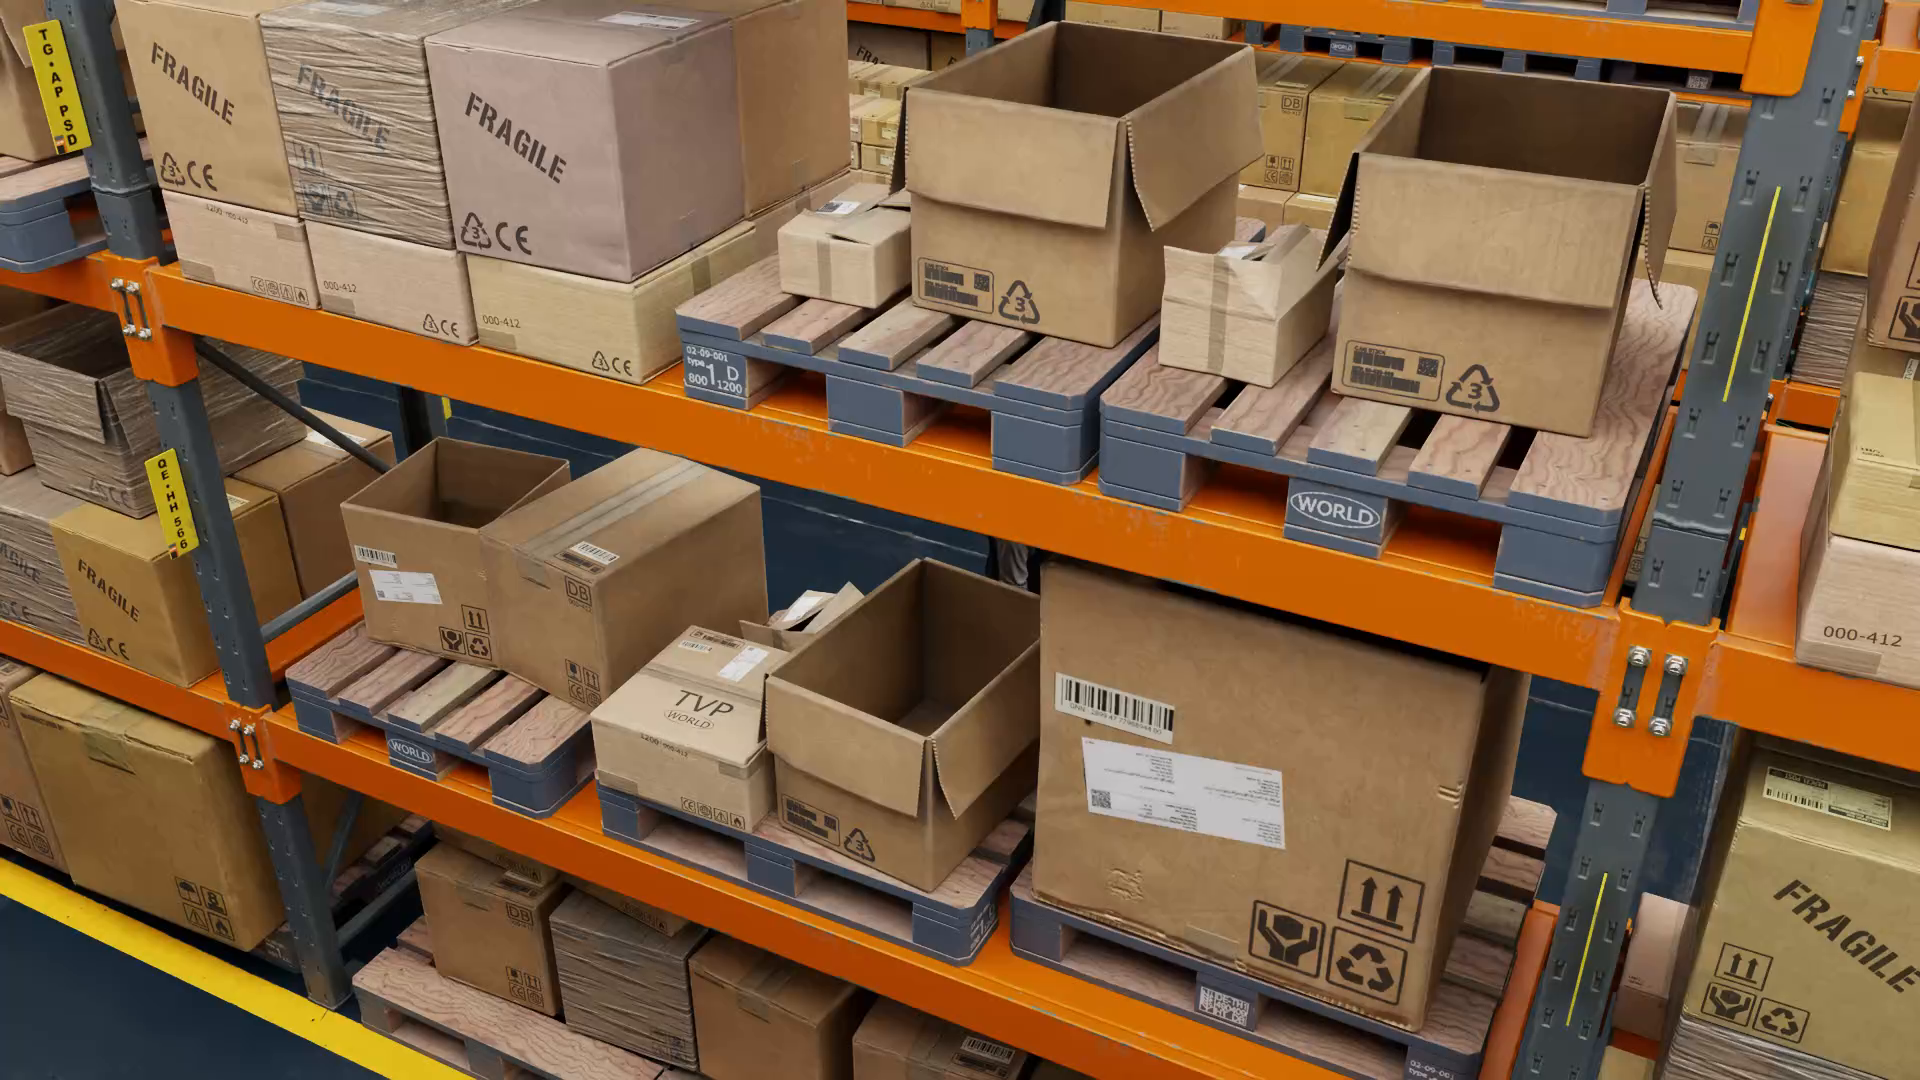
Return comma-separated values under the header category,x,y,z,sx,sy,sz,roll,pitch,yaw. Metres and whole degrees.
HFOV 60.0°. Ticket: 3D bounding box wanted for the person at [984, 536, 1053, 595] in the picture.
category,x,y,z,sx,sy,sz,roll,pitch,yaw
person,0.312,0.321,6.641,0.410,1.686,0.552,15,33,24
